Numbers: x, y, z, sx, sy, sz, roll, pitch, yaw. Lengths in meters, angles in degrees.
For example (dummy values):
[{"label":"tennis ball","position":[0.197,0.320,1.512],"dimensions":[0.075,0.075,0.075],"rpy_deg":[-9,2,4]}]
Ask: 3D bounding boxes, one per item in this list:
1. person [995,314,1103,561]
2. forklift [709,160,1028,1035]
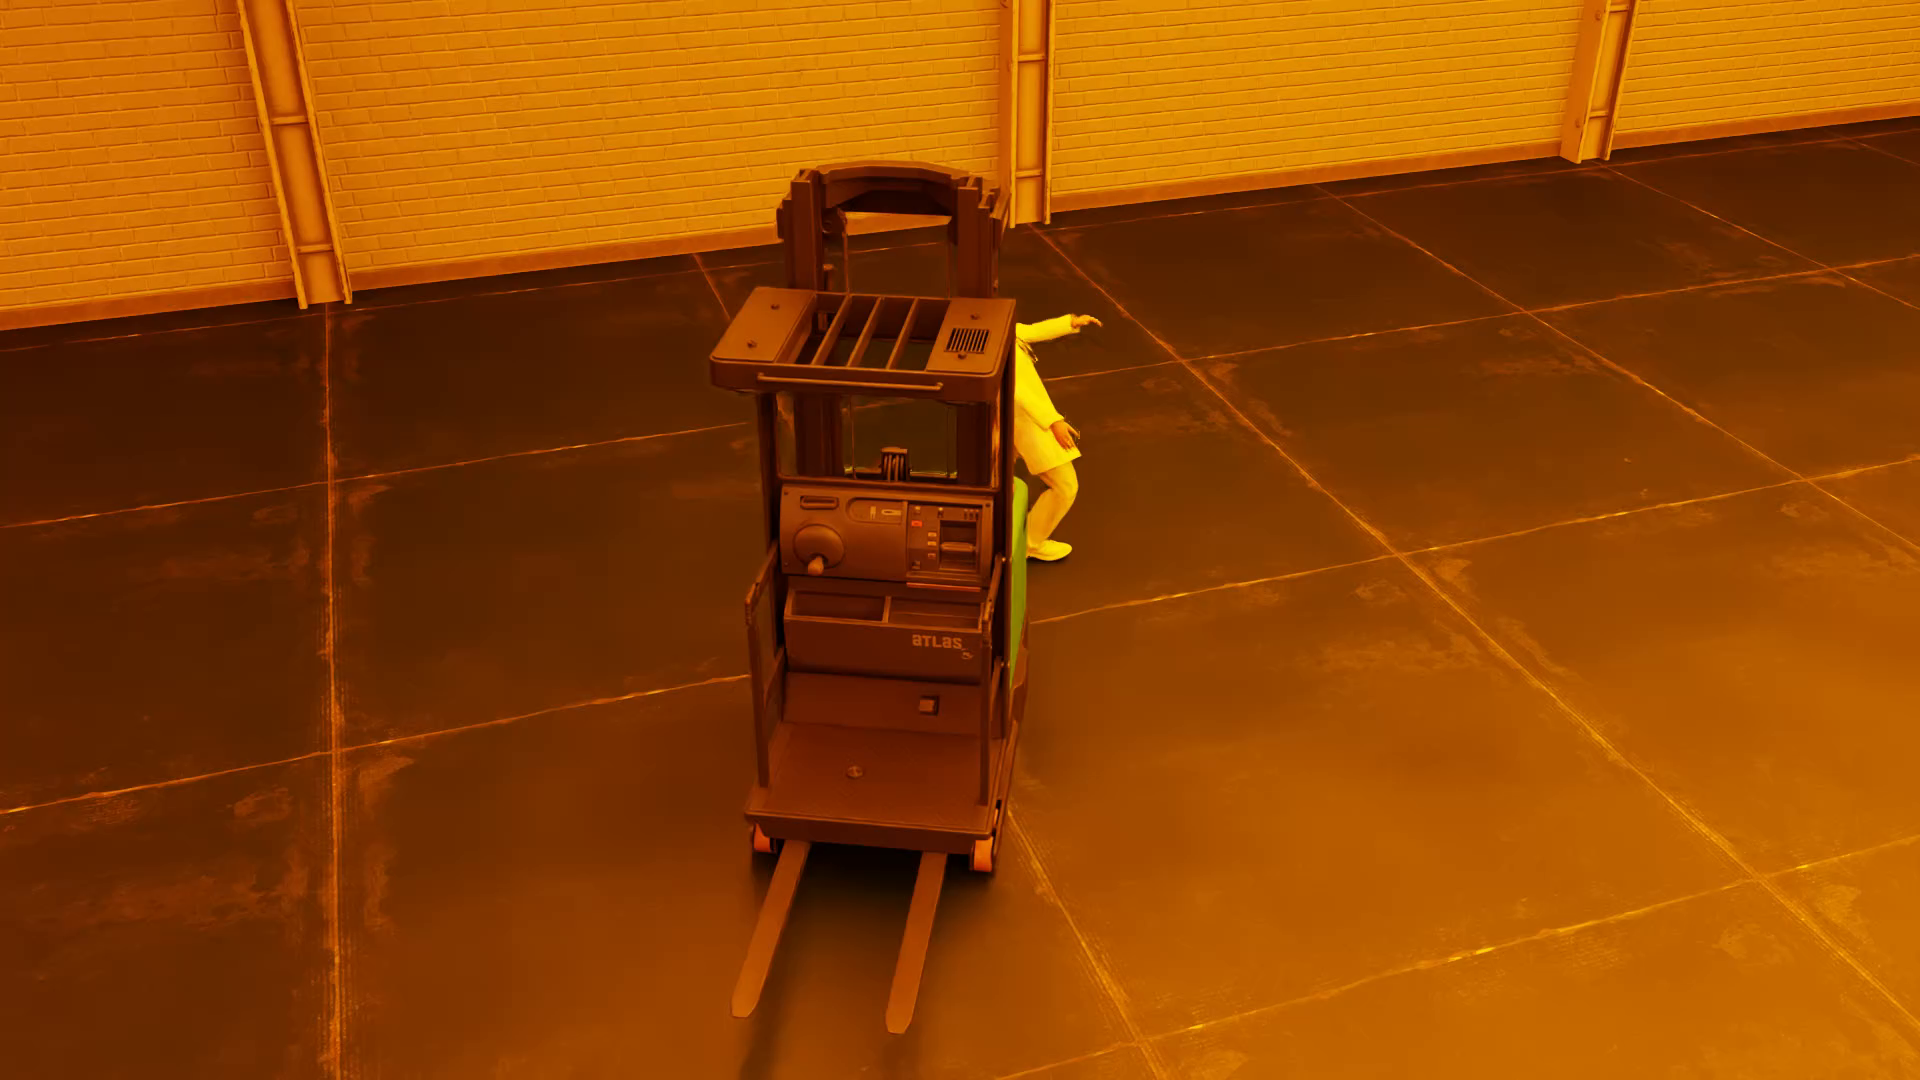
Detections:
[{"label":"person","position":[0.424,-0.624,9.521],"dimensions":[0.854,1.559,0.970],"rpy_deg":[-10,31,-17]},{"label":"forklift","position":[-0.347,0.029,7.036],"dimensions":[1.130,2.935,3.031],"rpy_deg":[4,30,7]}]
